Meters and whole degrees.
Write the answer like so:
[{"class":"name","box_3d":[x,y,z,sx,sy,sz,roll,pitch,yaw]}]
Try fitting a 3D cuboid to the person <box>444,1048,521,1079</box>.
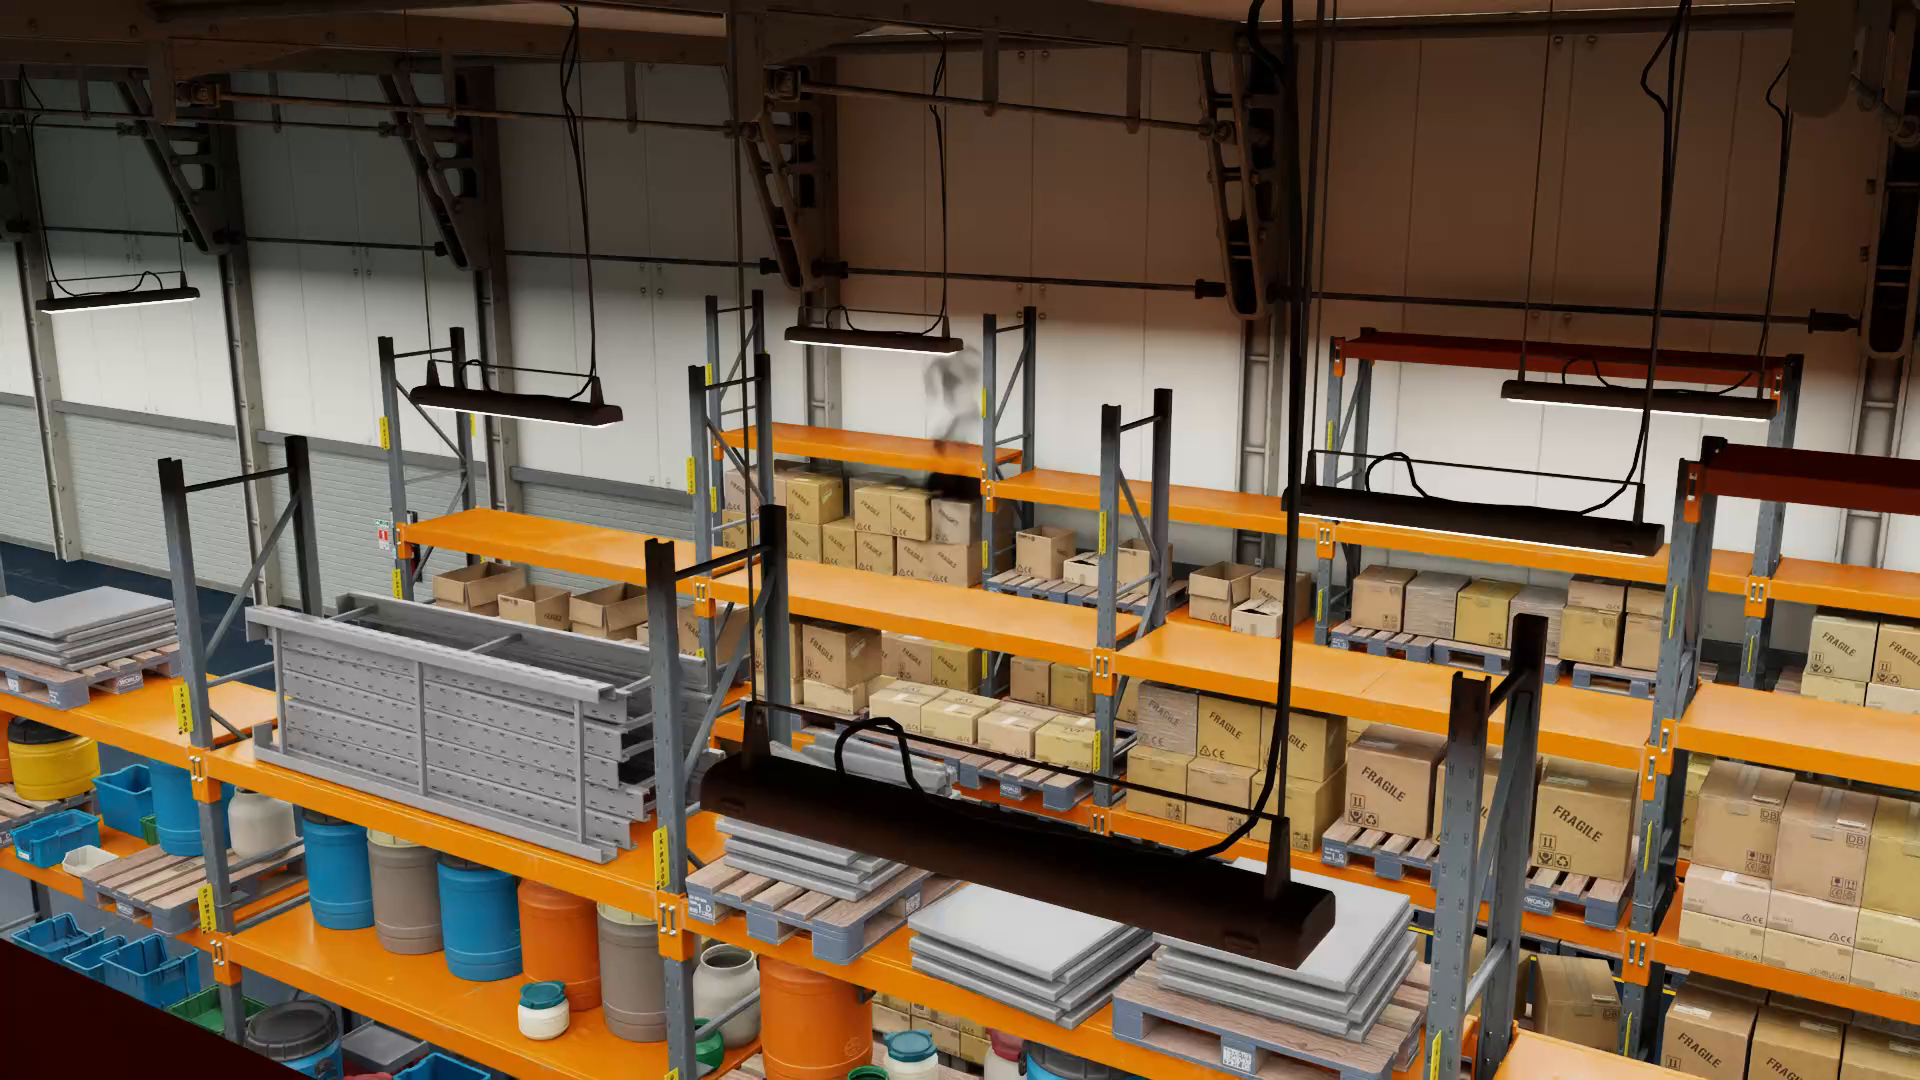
[{"class":"person","box_3d":[-4.013,3.944,13.800,0.760,1.681,0.669,6,15,23]}]
